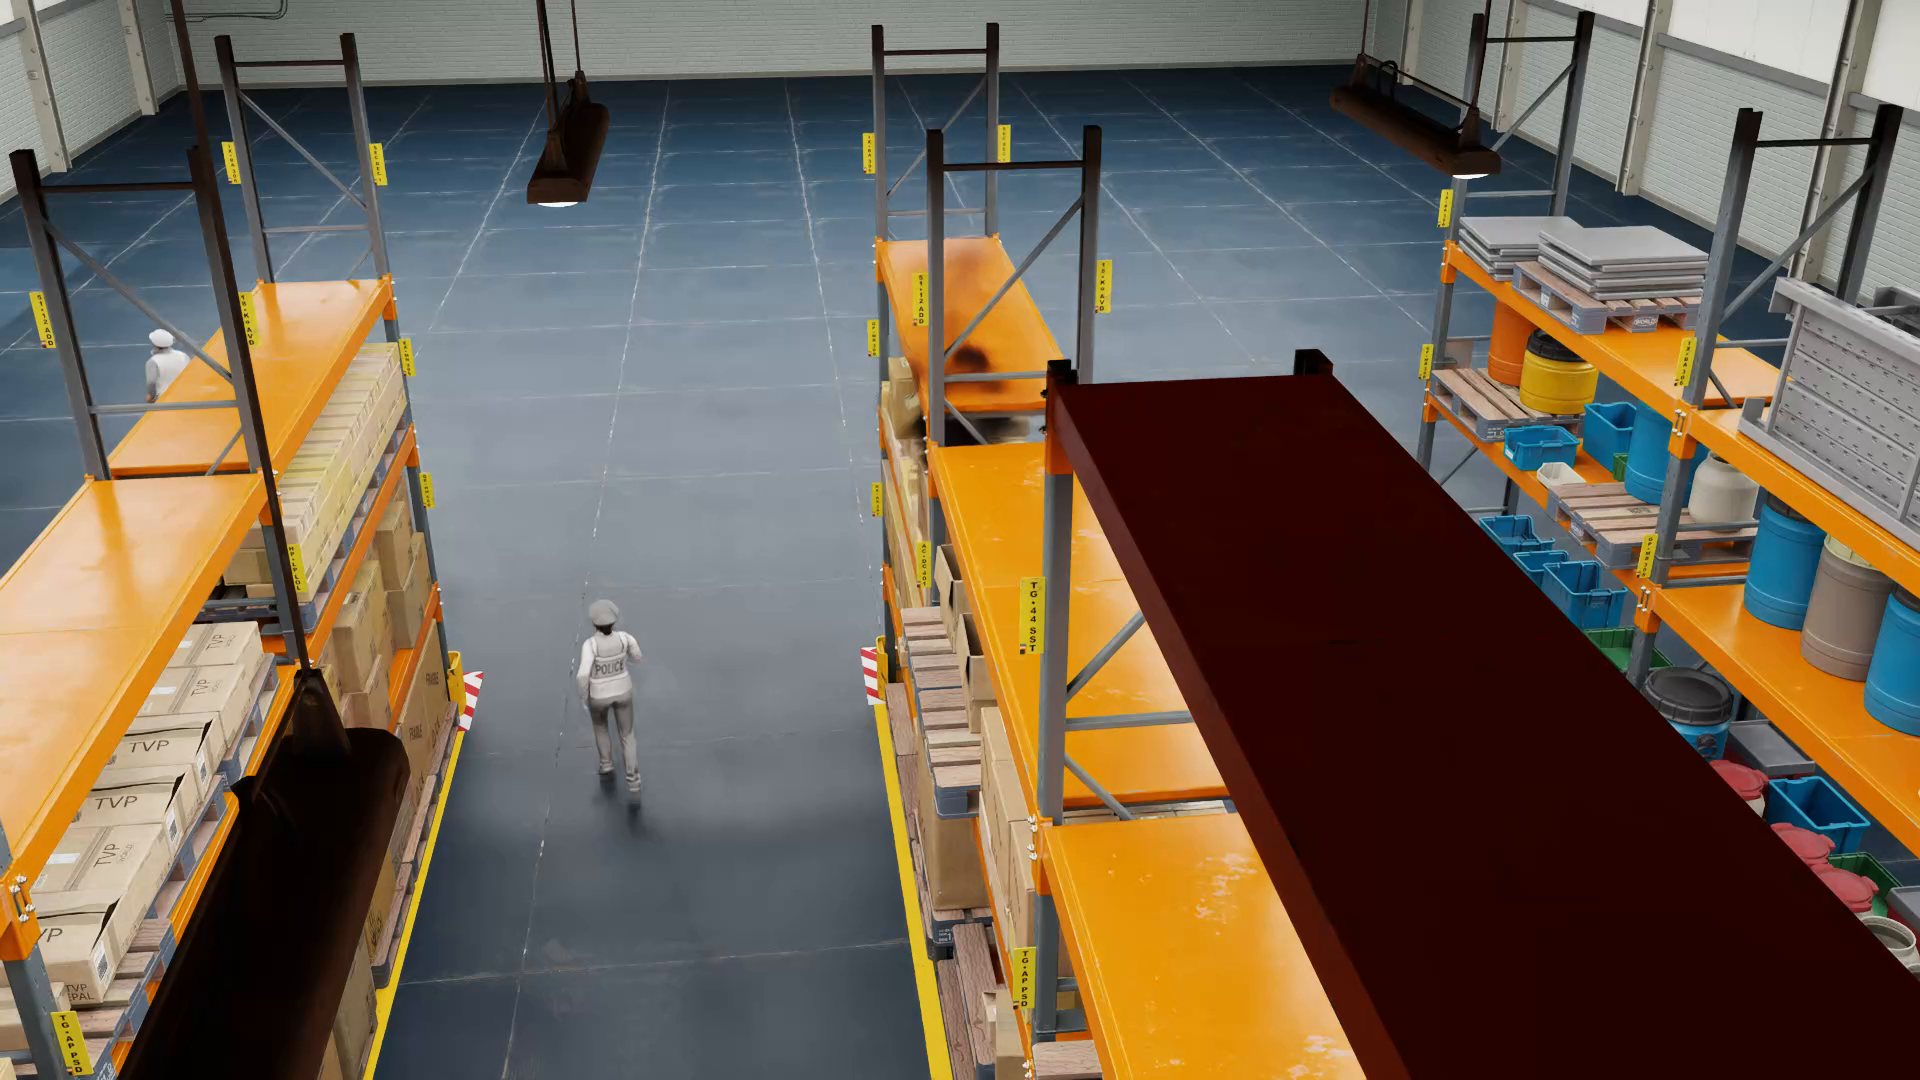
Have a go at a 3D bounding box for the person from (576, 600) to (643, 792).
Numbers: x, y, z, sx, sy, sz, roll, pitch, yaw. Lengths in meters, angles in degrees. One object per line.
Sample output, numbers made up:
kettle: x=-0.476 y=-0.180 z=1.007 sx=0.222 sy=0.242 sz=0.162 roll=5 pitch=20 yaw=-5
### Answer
person: x=-2.875 y=1.320 z=13.764 sx=0.596 sy=1.764 sz=0.789 roll=-10 pitch=27 yaw=-20

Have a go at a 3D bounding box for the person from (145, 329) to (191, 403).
person: x=-9.572 y=-1.736 z=20.148 sx=0.571 sy=1.731 sz=0.655 roll=20 pitch=32 yaw=35
